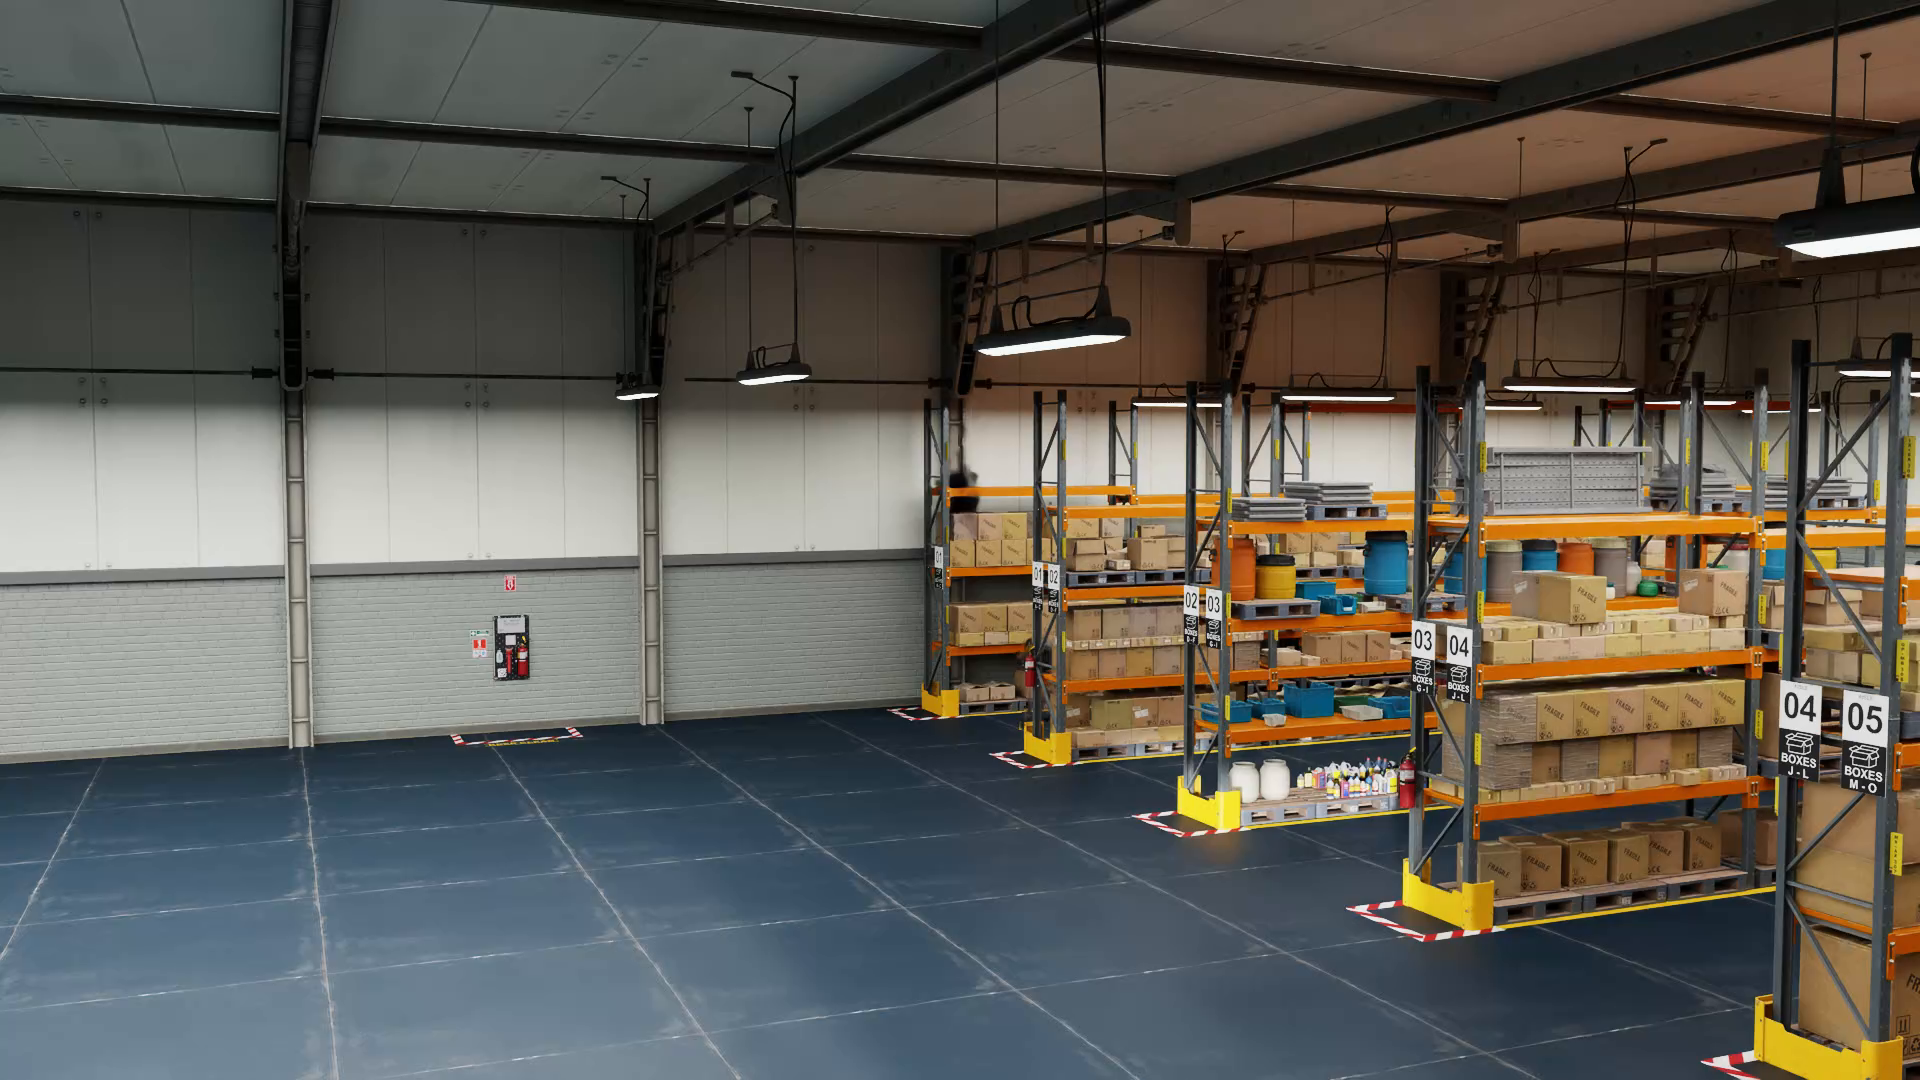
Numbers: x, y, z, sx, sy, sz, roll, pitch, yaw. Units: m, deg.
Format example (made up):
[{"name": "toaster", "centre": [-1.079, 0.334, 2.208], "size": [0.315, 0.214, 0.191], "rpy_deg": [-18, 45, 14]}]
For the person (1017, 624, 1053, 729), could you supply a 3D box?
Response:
[{"name": "person", "centre": [1.333, 2.338, 28.808], "size": [0.843, 1.789, 0.678], "rpy_deg": [-2, 4, -28]}]
